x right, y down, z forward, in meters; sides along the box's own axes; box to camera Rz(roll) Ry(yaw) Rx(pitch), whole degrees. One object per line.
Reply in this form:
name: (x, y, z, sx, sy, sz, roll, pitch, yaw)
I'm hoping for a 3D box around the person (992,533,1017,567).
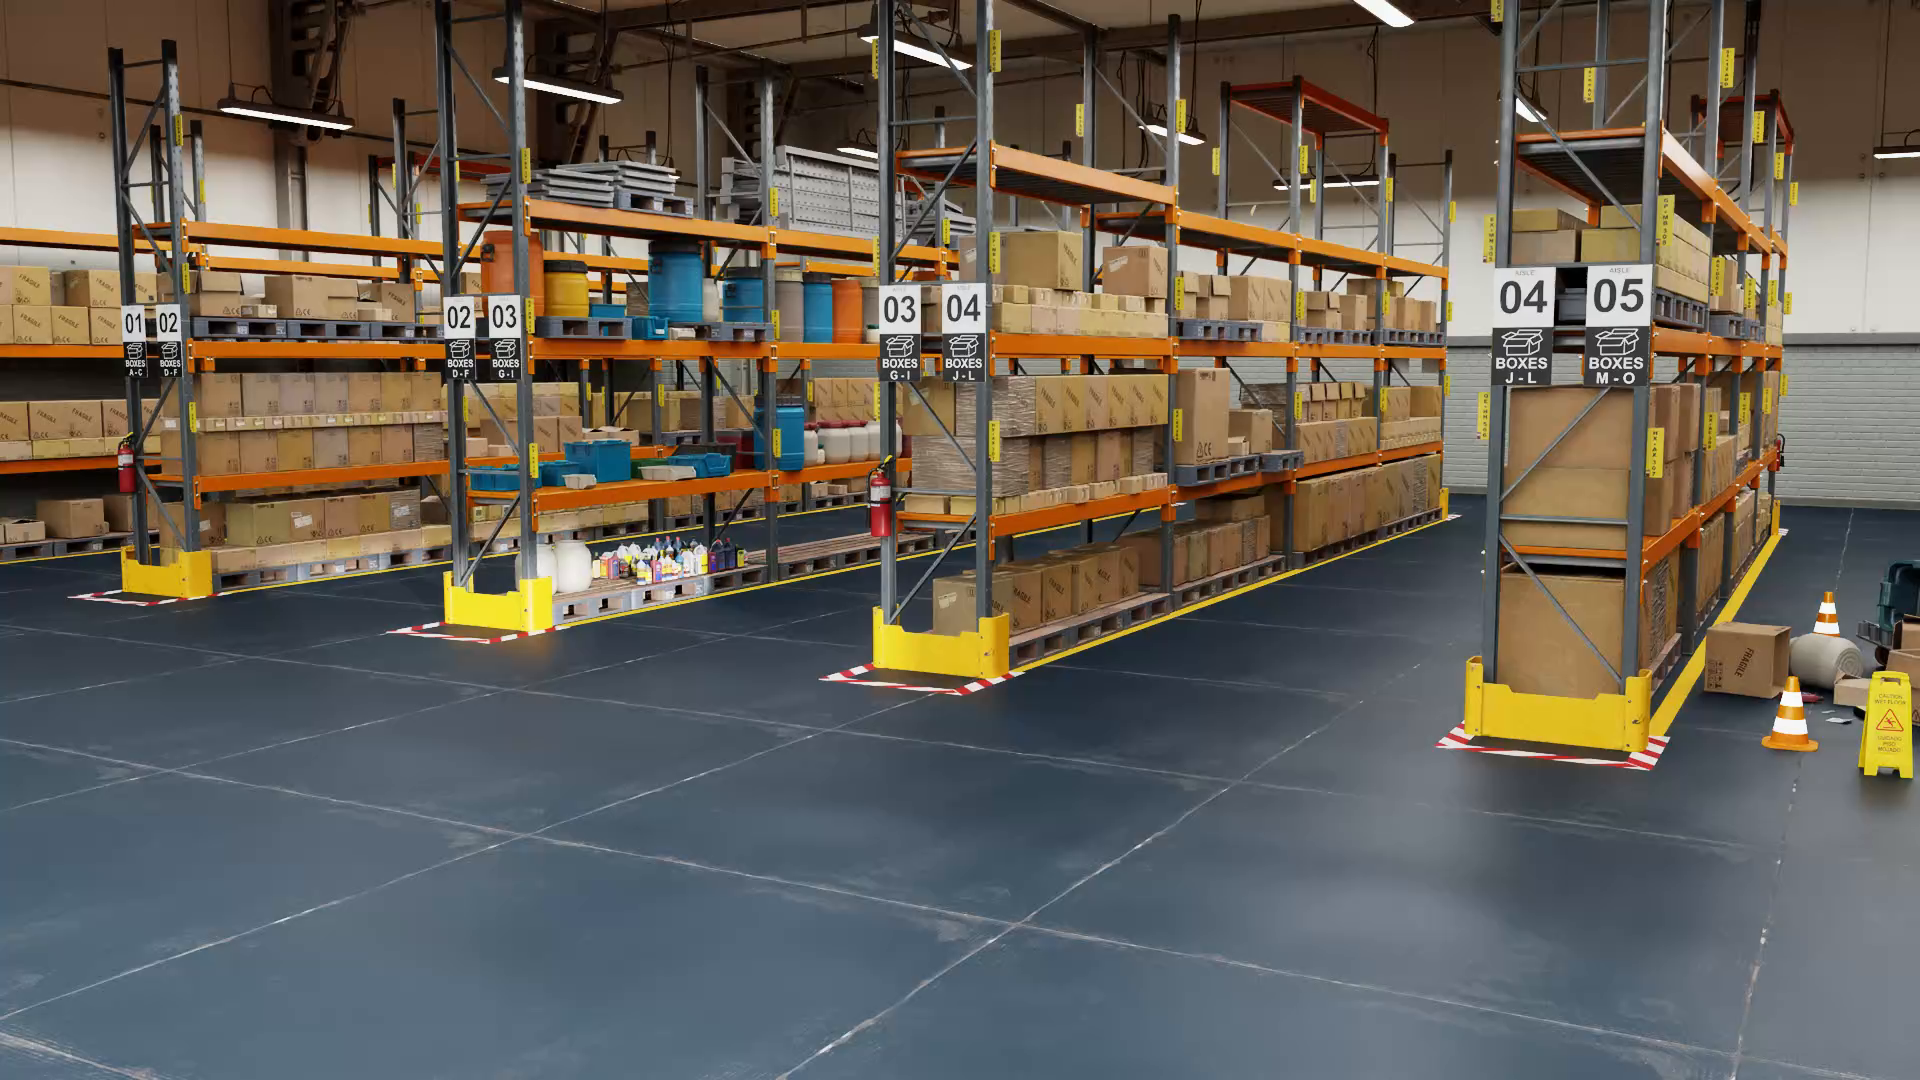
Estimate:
person: (0.400, -0.168, 17.982, 0.518, 1.654, 0.353, 5, 8, 37)
